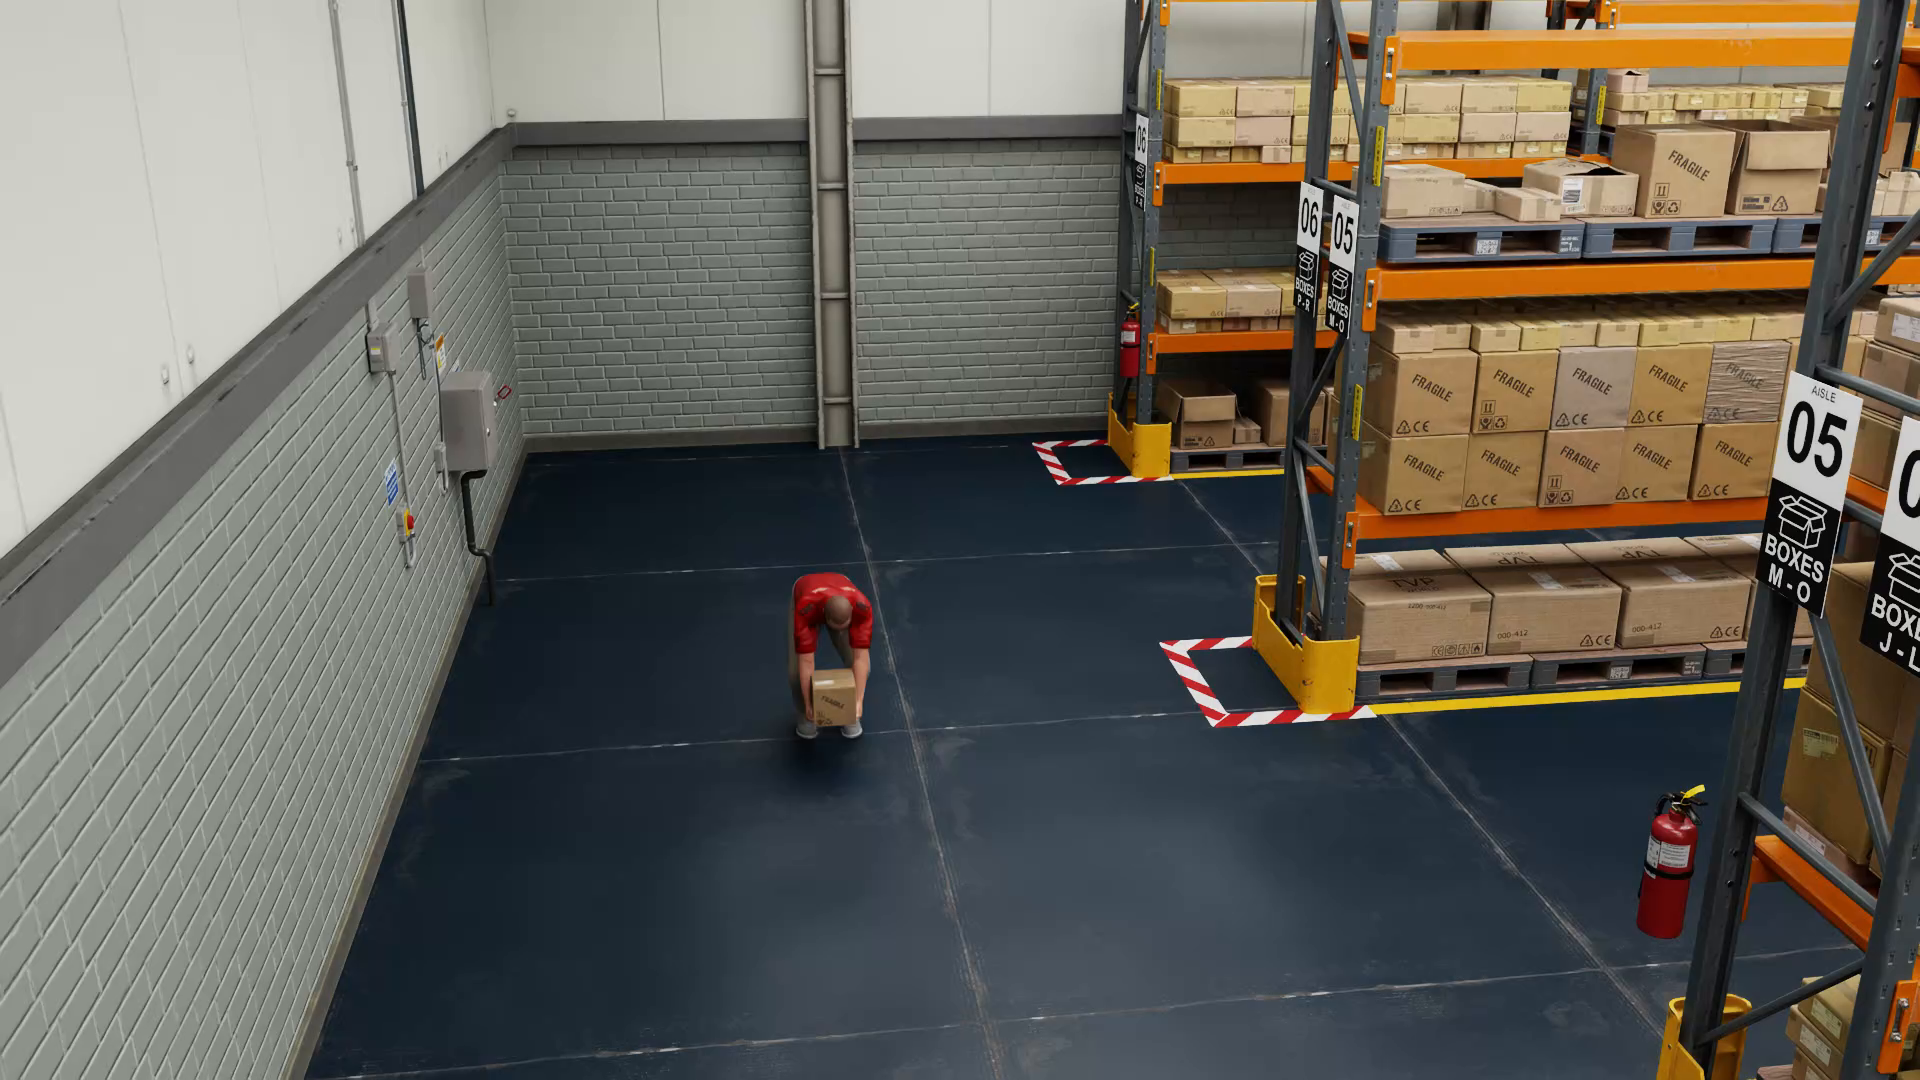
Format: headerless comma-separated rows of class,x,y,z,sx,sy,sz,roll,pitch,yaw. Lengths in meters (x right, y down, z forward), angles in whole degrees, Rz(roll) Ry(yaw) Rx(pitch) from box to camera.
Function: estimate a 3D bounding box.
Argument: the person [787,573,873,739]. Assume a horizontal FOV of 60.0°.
person,-0.789,0.716,10.042,0.511,1.102,0.941,-4,20,-10
